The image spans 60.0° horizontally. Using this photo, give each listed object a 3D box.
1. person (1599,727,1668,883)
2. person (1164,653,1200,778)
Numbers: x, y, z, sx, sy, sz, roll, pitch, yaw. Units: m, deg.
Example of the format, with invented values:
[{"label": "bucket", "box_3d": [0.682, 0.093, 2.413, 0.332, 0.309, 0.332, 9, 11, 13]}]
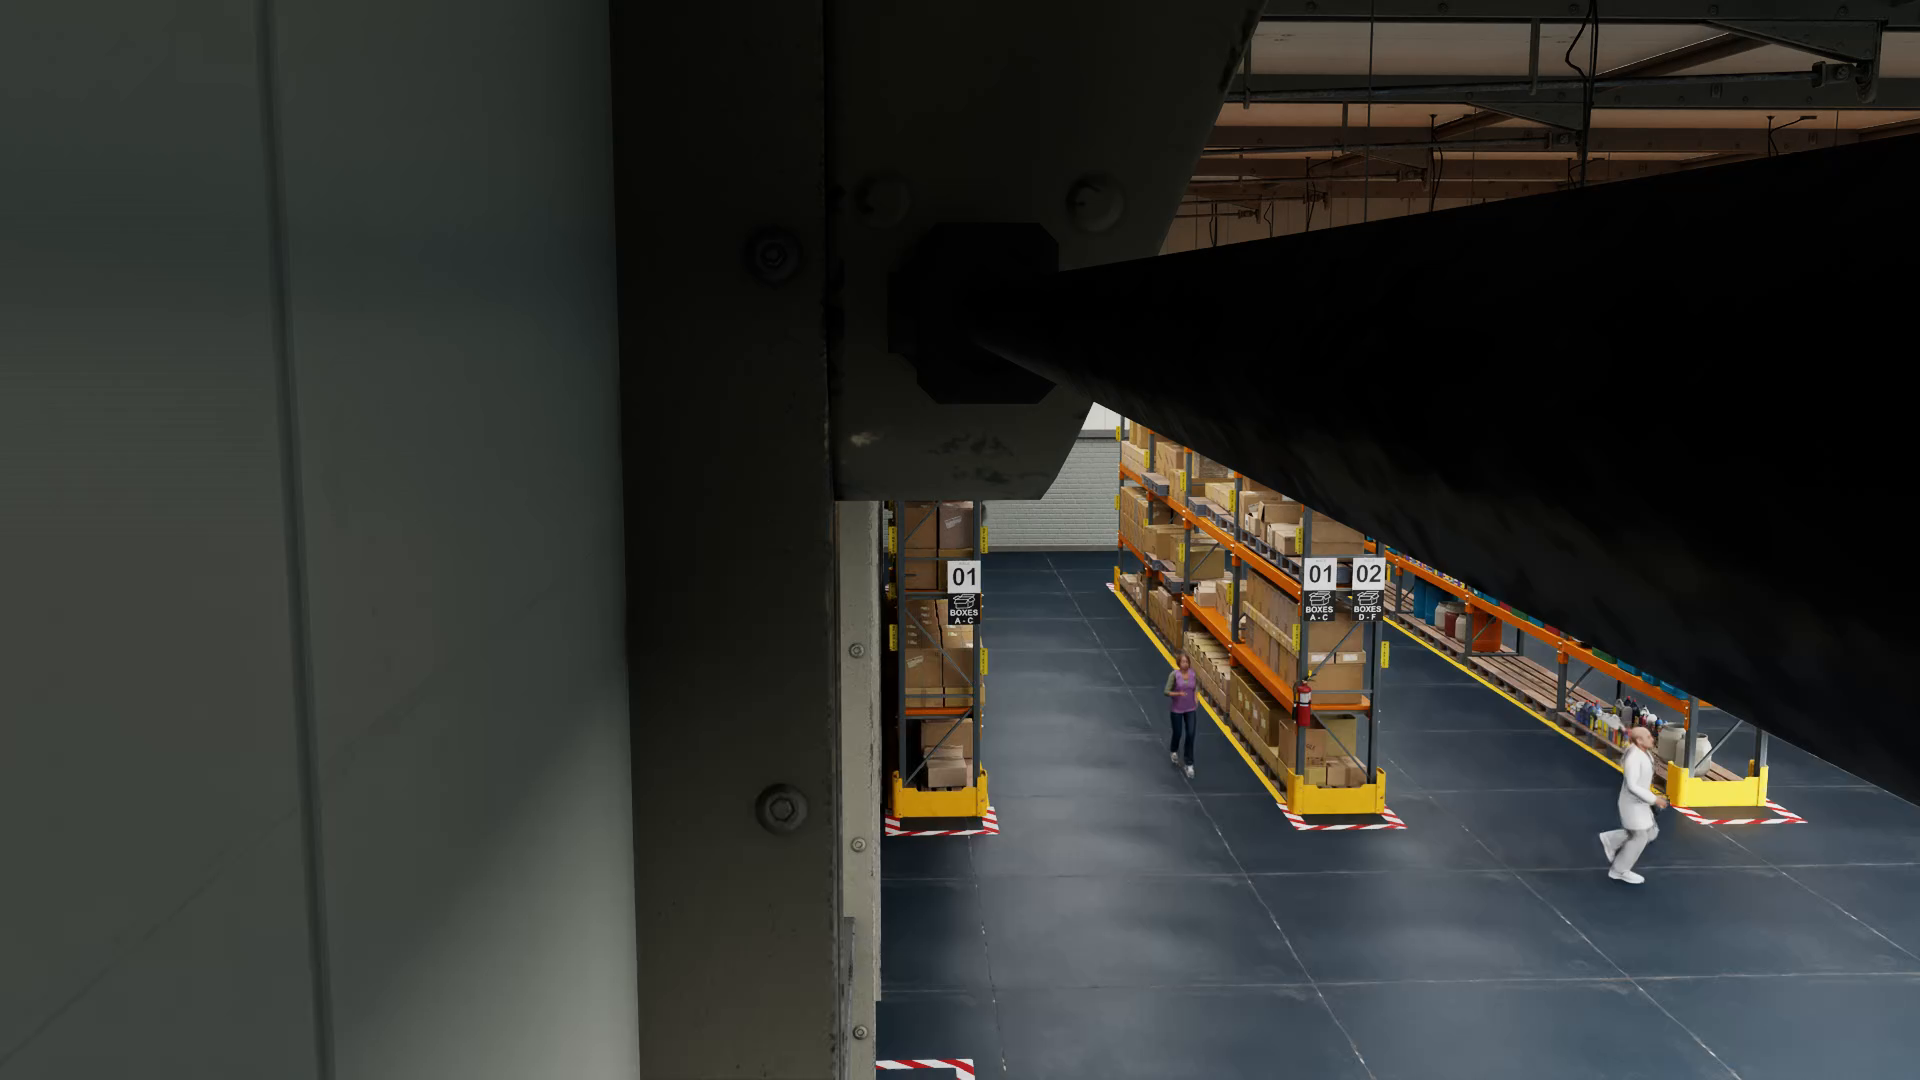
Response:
[{"label": "person", "box_3d": [7.374, 2.877, 18.177, 0.699, 1.738, 0.734, 4, 9, 27]}, {"label": "person", "box_3d": [2.997, 2.312, 22.355, 0.532, 1.612, 0.799, -1, 8, -5]}]
